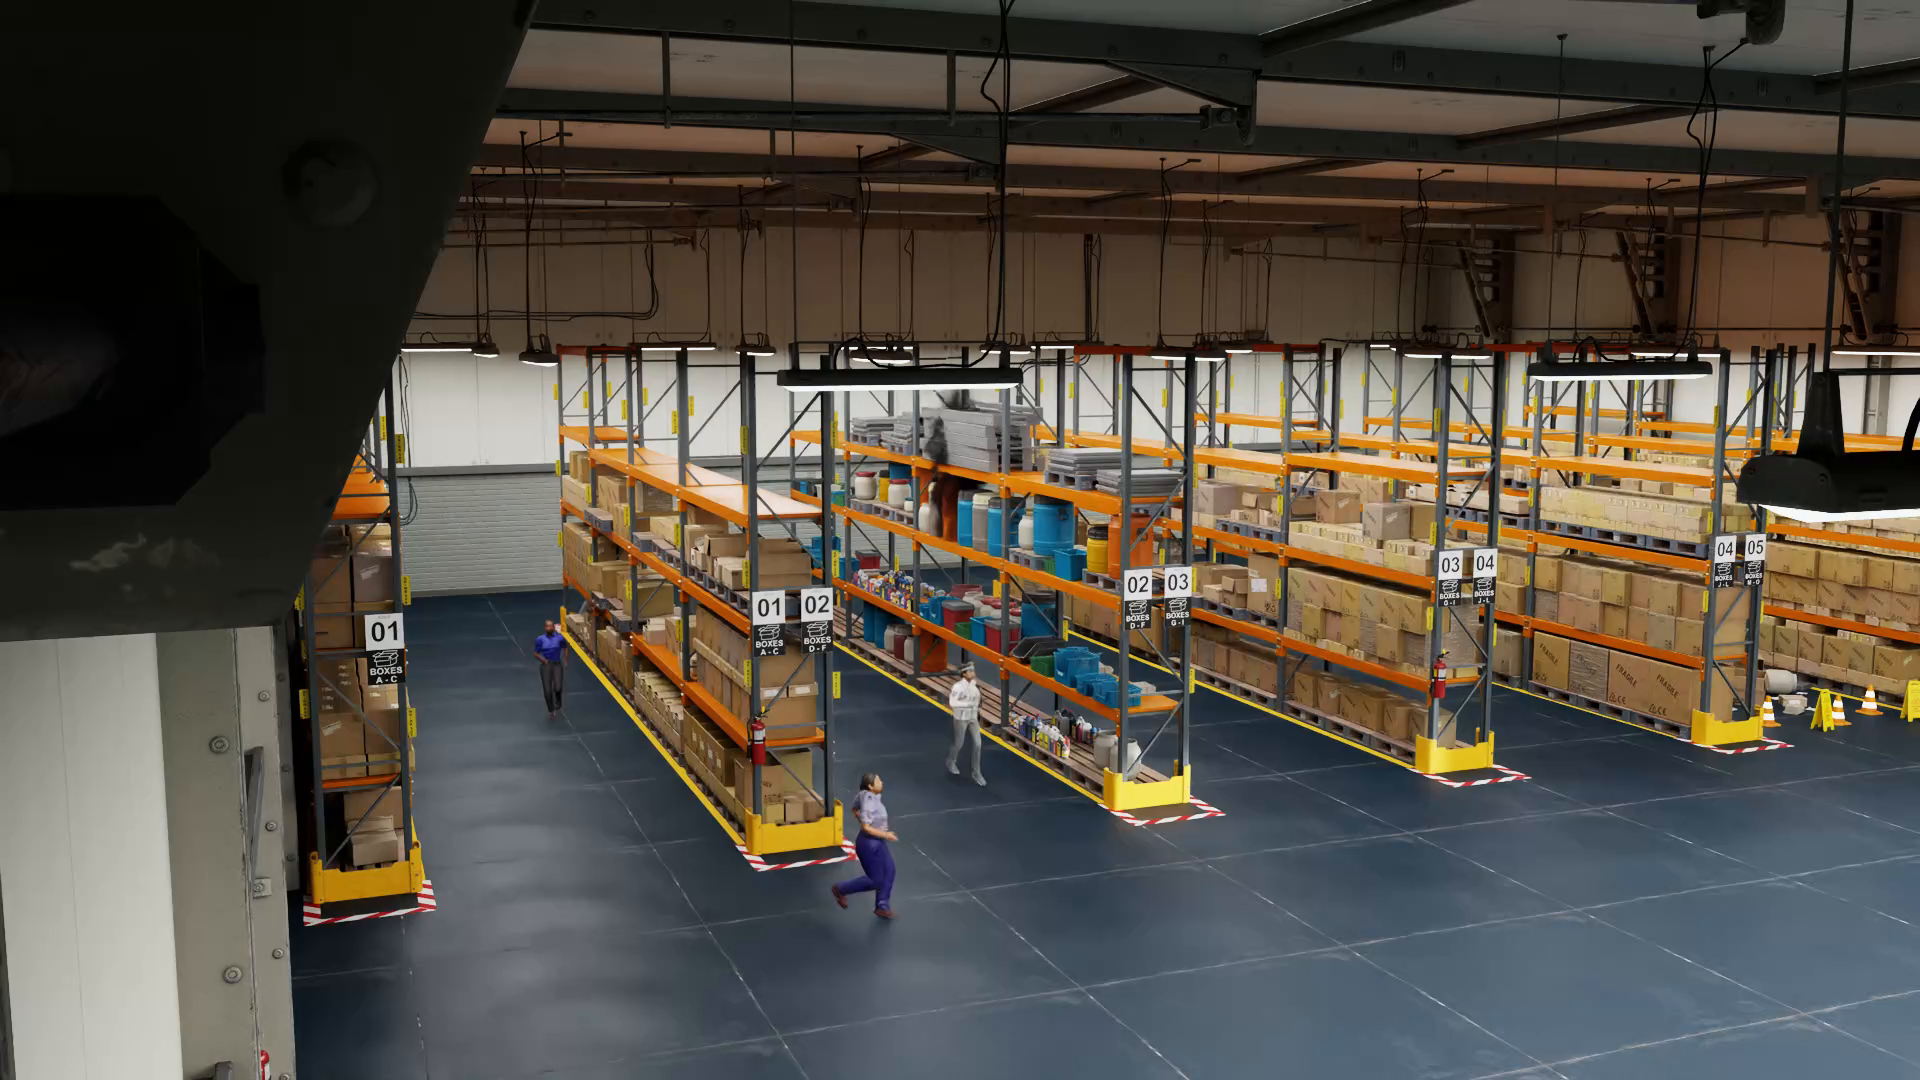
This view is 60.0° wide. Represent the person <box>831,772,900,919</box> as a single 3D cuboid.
[{"bbox_3d":[-1.016,3.295,17.873,0.750,1.645,0.616,0,7,-3],"label":"person"}]

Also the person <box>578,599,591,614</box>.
[{"bbox_3d":[-8.048,0.912,36.180,0.598,1.662,0.592,-2,8,-18],"label":"person"}]

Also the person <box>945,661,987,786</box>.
[{"bbox_3d":[0.044,2.544,23.319,0.583,1.747,0.801,-6,9,-38],"label":"person"}]

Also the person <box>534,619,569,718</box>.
[{"bbox_3d":[-6.652,2.100,27.116,0.569,1.617,0.554,-2,8,-16],"label":"person"}]
